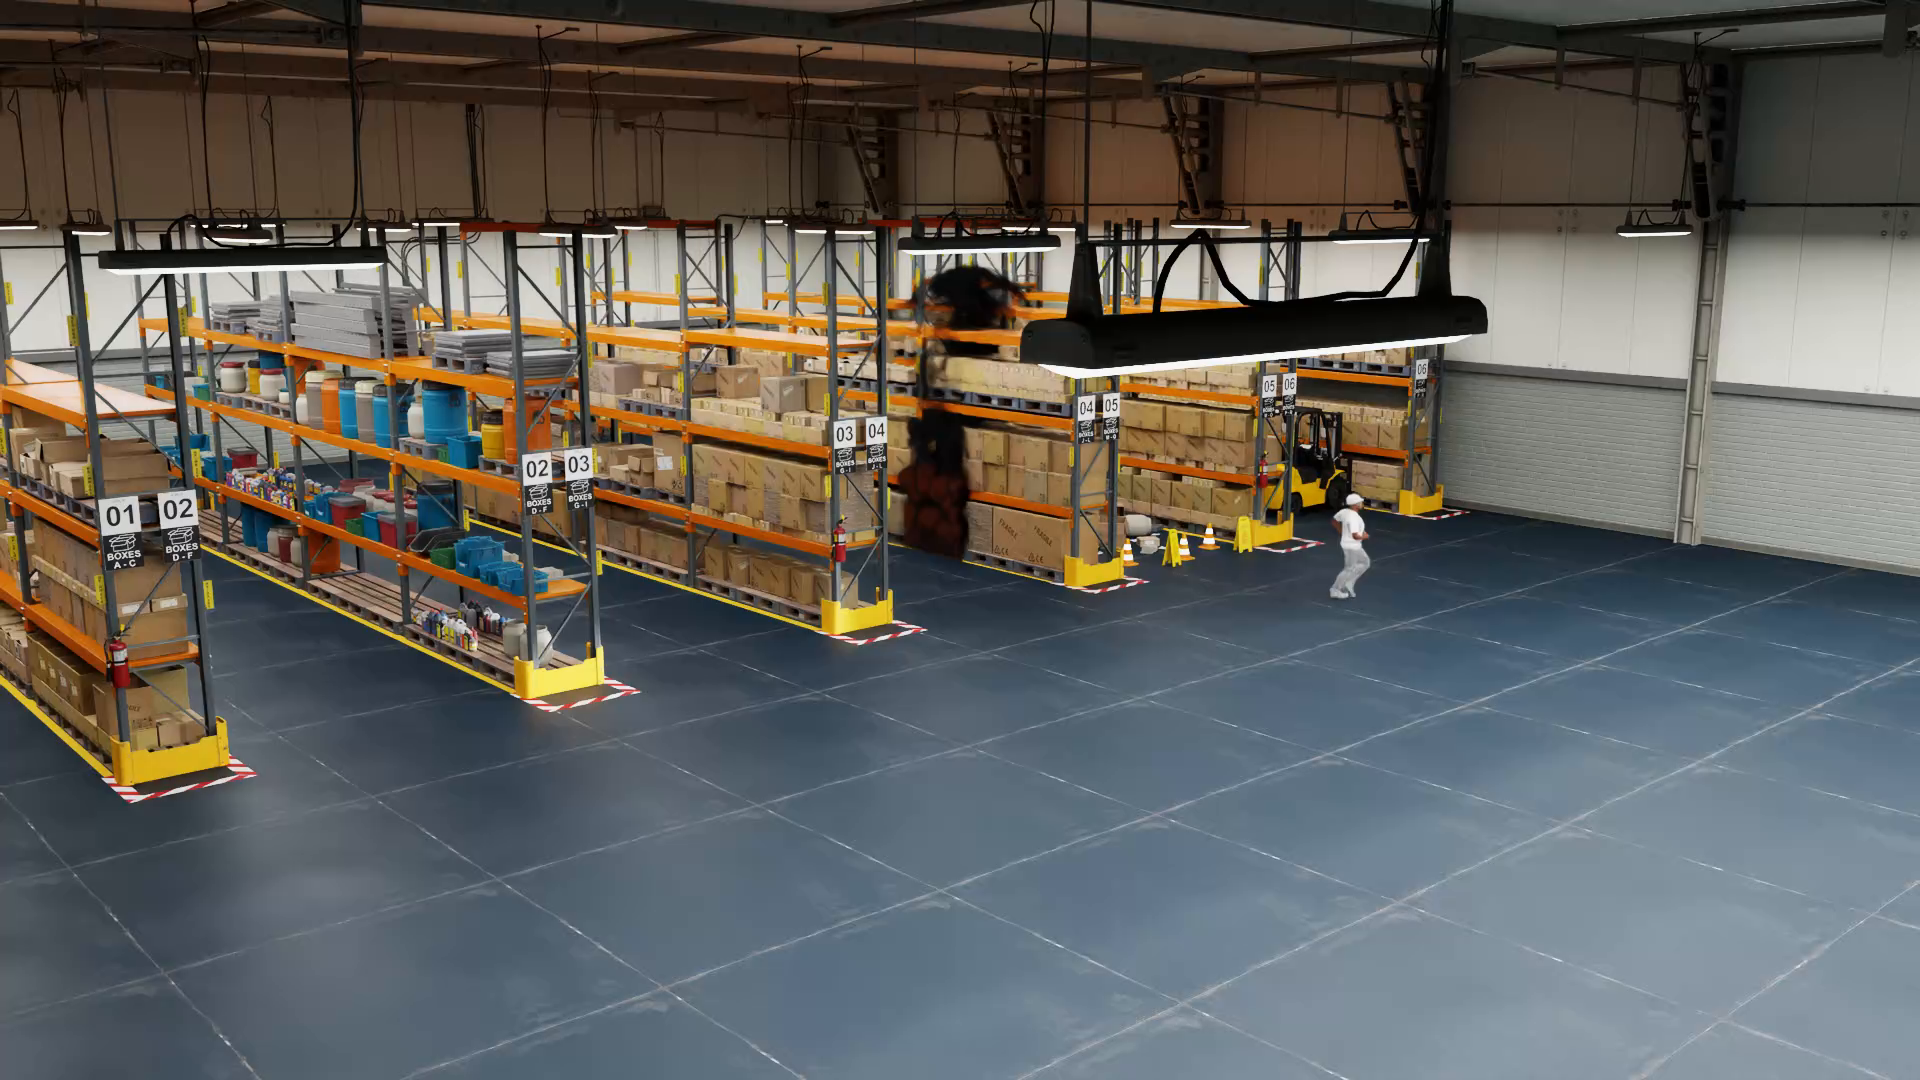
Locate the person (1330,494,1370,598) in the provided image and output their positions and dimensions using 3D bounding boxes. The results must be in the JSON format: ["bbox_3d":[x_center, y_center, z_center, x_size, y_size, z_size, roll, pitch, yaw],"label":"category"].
[{"bbox_3d":[6.350,0.107,26.939,0.644,1.744,0.678,2,12,8],"label":"person"}]

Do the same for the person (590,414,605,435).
[{"bbox_3d":[-9.013,-2.687,41.091,0.602,1.635,0.783,-5,12,-23],"label":"person"}]
